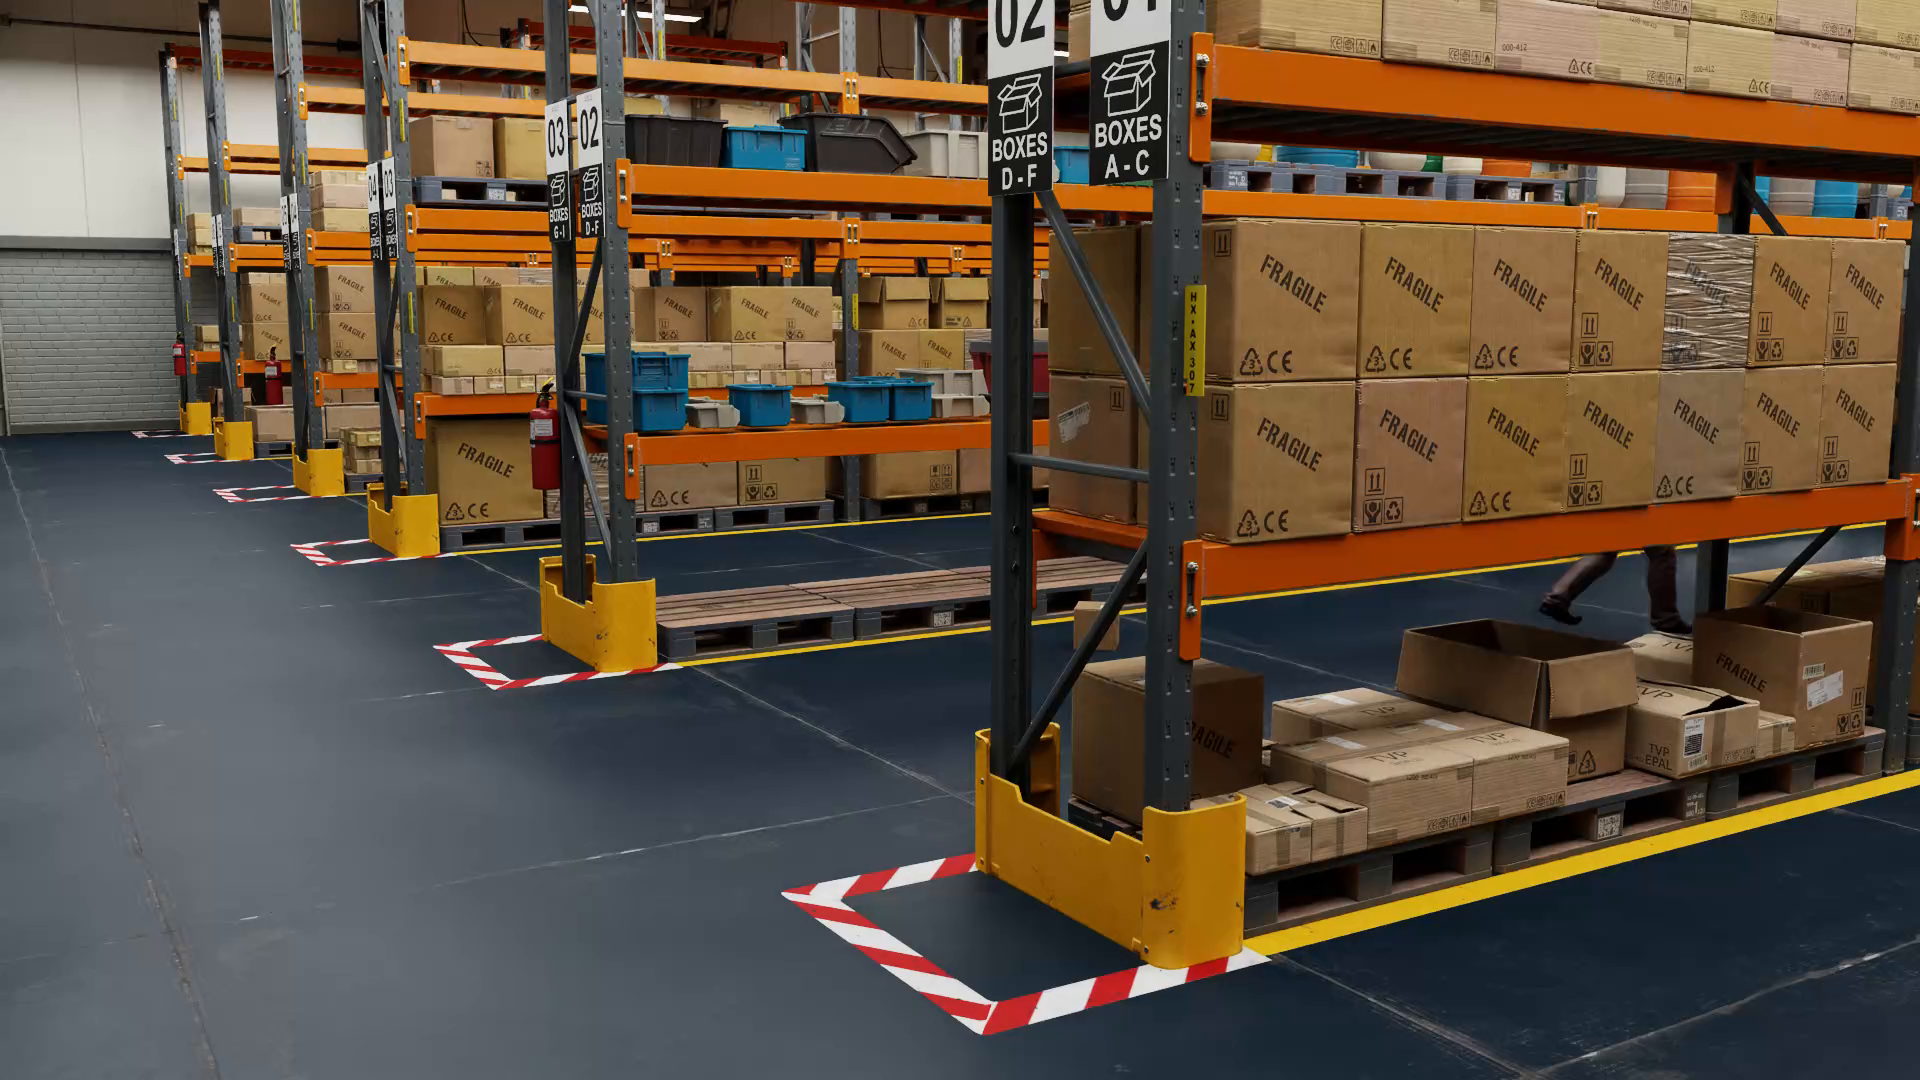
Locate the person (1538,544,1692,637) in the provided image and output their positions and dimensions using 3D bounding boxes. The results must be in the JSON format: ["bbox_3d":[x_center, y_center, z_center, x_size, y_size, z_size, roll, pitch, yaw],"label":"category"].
[{"bbox_3d":[4.076,-0.249,10.178,0.988,1.682,0.536,-1,8,-10],"label":"person"}]
